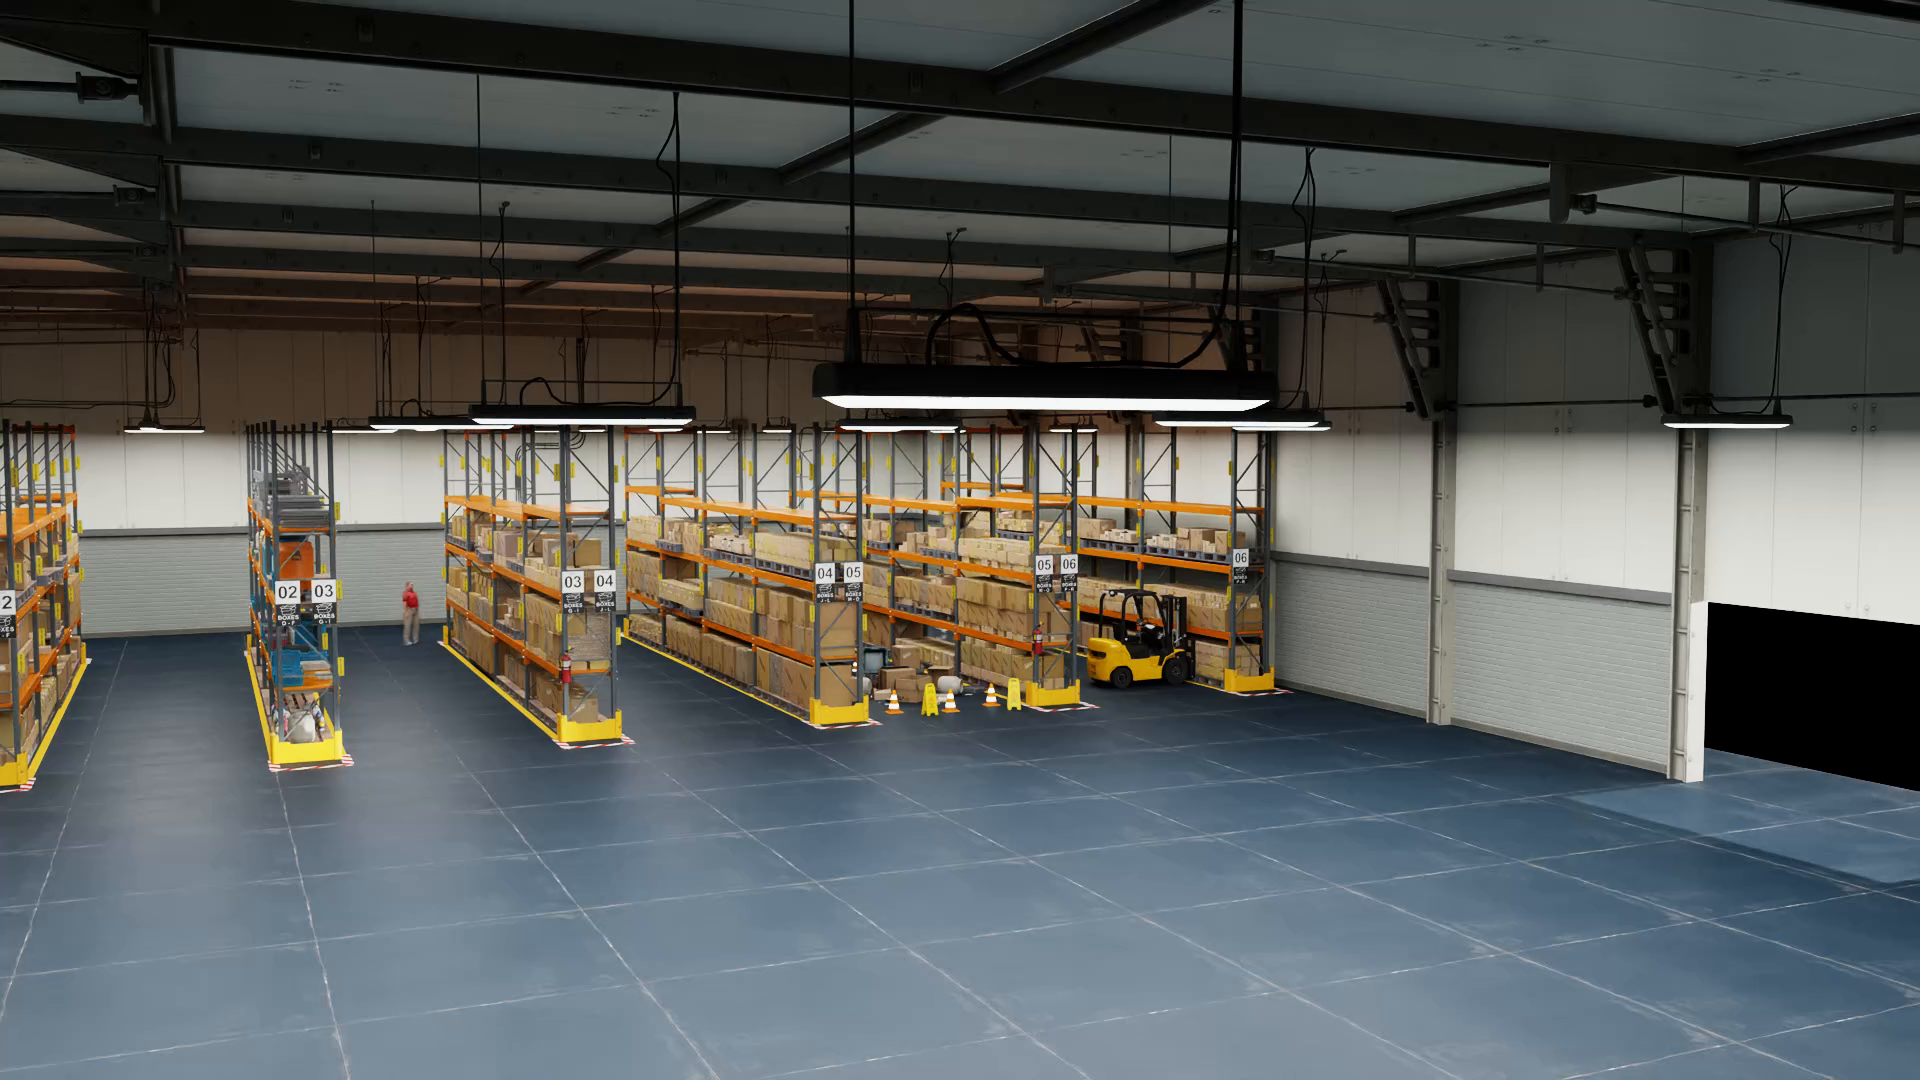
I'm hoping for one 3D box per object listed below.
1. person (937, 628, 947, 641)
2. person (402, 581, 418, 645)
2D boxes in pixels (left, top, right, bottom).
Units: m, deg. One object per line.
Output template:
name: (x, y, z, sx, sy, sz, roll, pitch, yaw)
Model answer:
person: (-0.551, 1.917, 46.433, 0.369, 1.793, 0.636, -2, 4, -27)
person: (-15.119, 2.001, 45.785, 0.451, 1.732, 0.543, 2, 4, 29)
